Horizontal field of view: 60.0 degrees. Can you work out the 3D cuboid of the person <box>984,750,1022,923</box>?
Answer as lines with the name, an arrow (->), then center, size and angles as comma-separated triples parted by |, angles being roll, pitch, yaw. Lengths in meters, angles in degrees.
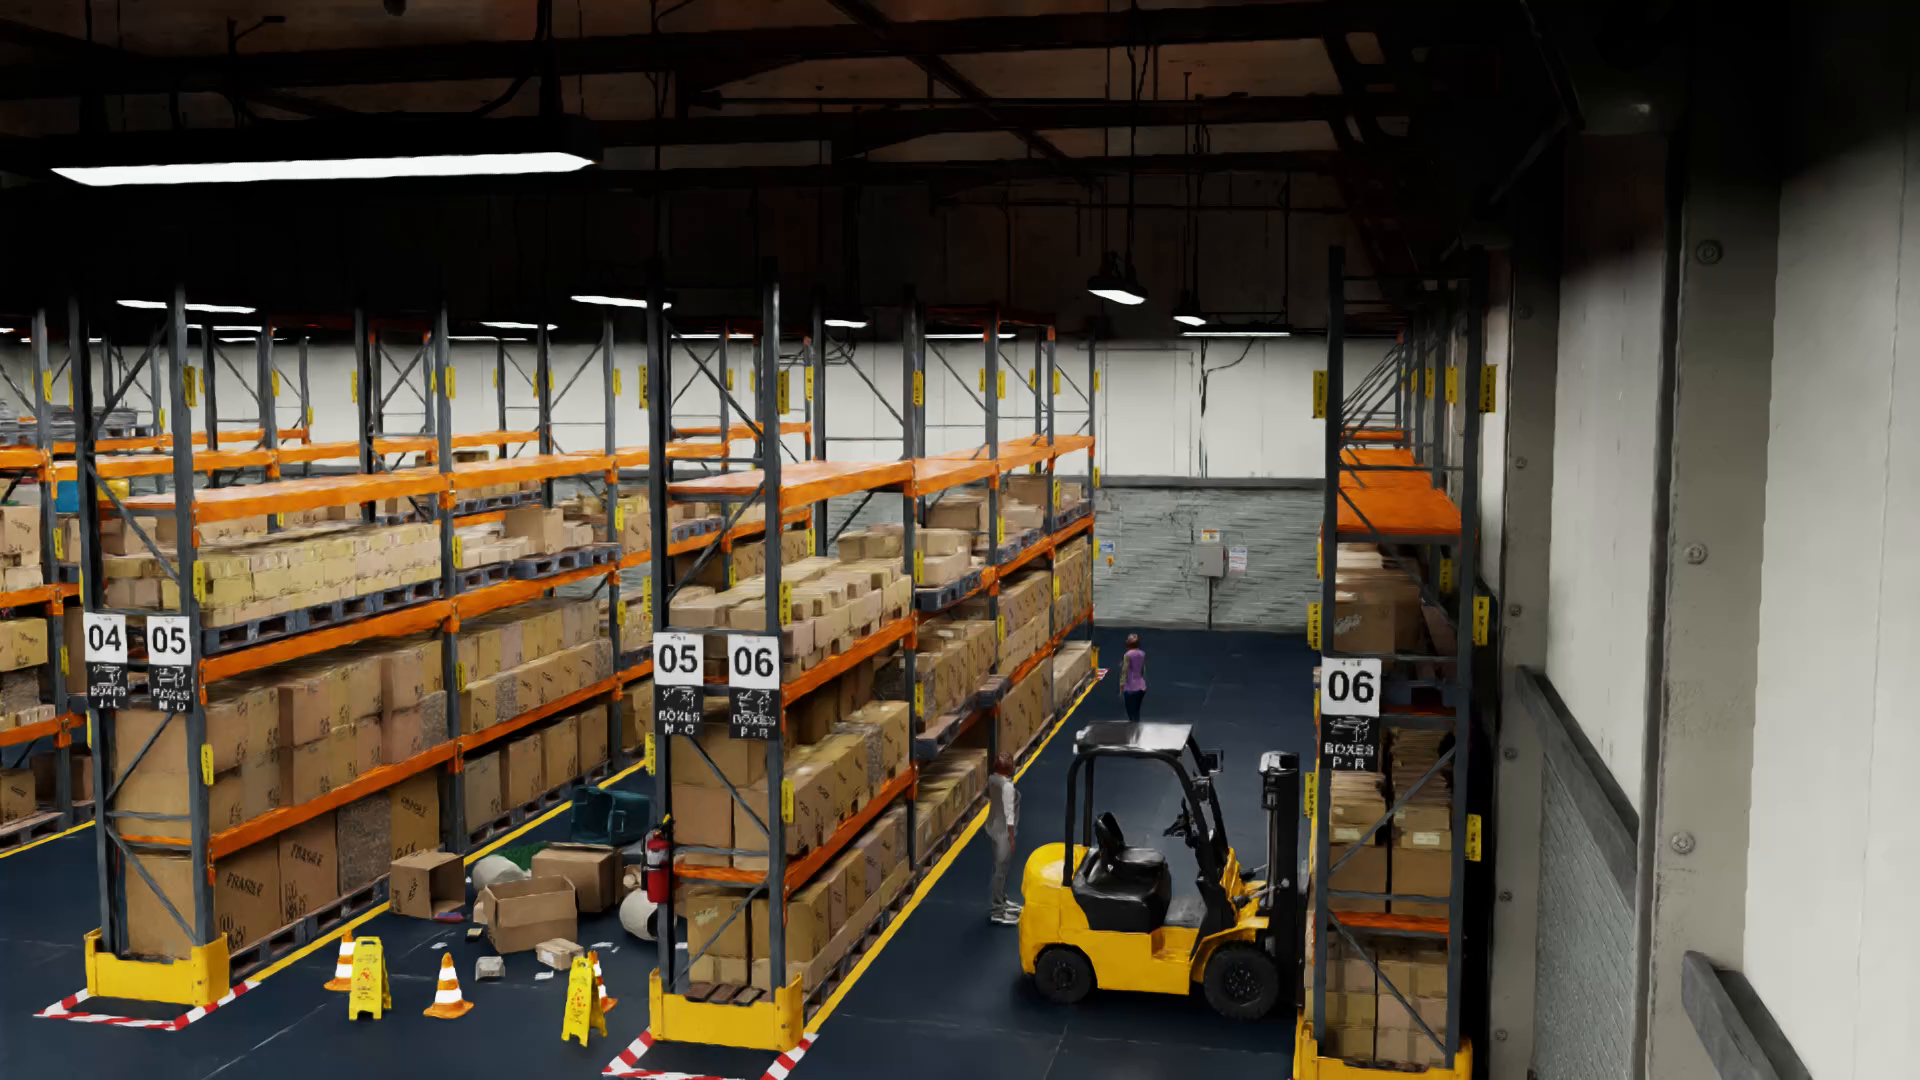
person -> 0.428, 2.775, 15.695 | 0.399, 1.601, 0.469 | -2, 6, -19

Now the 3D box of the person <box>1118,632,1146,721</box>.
person -> 2.370, 2.060, 22.799 | 0.511, 1.596, 0.494 | 5, 8, 43
